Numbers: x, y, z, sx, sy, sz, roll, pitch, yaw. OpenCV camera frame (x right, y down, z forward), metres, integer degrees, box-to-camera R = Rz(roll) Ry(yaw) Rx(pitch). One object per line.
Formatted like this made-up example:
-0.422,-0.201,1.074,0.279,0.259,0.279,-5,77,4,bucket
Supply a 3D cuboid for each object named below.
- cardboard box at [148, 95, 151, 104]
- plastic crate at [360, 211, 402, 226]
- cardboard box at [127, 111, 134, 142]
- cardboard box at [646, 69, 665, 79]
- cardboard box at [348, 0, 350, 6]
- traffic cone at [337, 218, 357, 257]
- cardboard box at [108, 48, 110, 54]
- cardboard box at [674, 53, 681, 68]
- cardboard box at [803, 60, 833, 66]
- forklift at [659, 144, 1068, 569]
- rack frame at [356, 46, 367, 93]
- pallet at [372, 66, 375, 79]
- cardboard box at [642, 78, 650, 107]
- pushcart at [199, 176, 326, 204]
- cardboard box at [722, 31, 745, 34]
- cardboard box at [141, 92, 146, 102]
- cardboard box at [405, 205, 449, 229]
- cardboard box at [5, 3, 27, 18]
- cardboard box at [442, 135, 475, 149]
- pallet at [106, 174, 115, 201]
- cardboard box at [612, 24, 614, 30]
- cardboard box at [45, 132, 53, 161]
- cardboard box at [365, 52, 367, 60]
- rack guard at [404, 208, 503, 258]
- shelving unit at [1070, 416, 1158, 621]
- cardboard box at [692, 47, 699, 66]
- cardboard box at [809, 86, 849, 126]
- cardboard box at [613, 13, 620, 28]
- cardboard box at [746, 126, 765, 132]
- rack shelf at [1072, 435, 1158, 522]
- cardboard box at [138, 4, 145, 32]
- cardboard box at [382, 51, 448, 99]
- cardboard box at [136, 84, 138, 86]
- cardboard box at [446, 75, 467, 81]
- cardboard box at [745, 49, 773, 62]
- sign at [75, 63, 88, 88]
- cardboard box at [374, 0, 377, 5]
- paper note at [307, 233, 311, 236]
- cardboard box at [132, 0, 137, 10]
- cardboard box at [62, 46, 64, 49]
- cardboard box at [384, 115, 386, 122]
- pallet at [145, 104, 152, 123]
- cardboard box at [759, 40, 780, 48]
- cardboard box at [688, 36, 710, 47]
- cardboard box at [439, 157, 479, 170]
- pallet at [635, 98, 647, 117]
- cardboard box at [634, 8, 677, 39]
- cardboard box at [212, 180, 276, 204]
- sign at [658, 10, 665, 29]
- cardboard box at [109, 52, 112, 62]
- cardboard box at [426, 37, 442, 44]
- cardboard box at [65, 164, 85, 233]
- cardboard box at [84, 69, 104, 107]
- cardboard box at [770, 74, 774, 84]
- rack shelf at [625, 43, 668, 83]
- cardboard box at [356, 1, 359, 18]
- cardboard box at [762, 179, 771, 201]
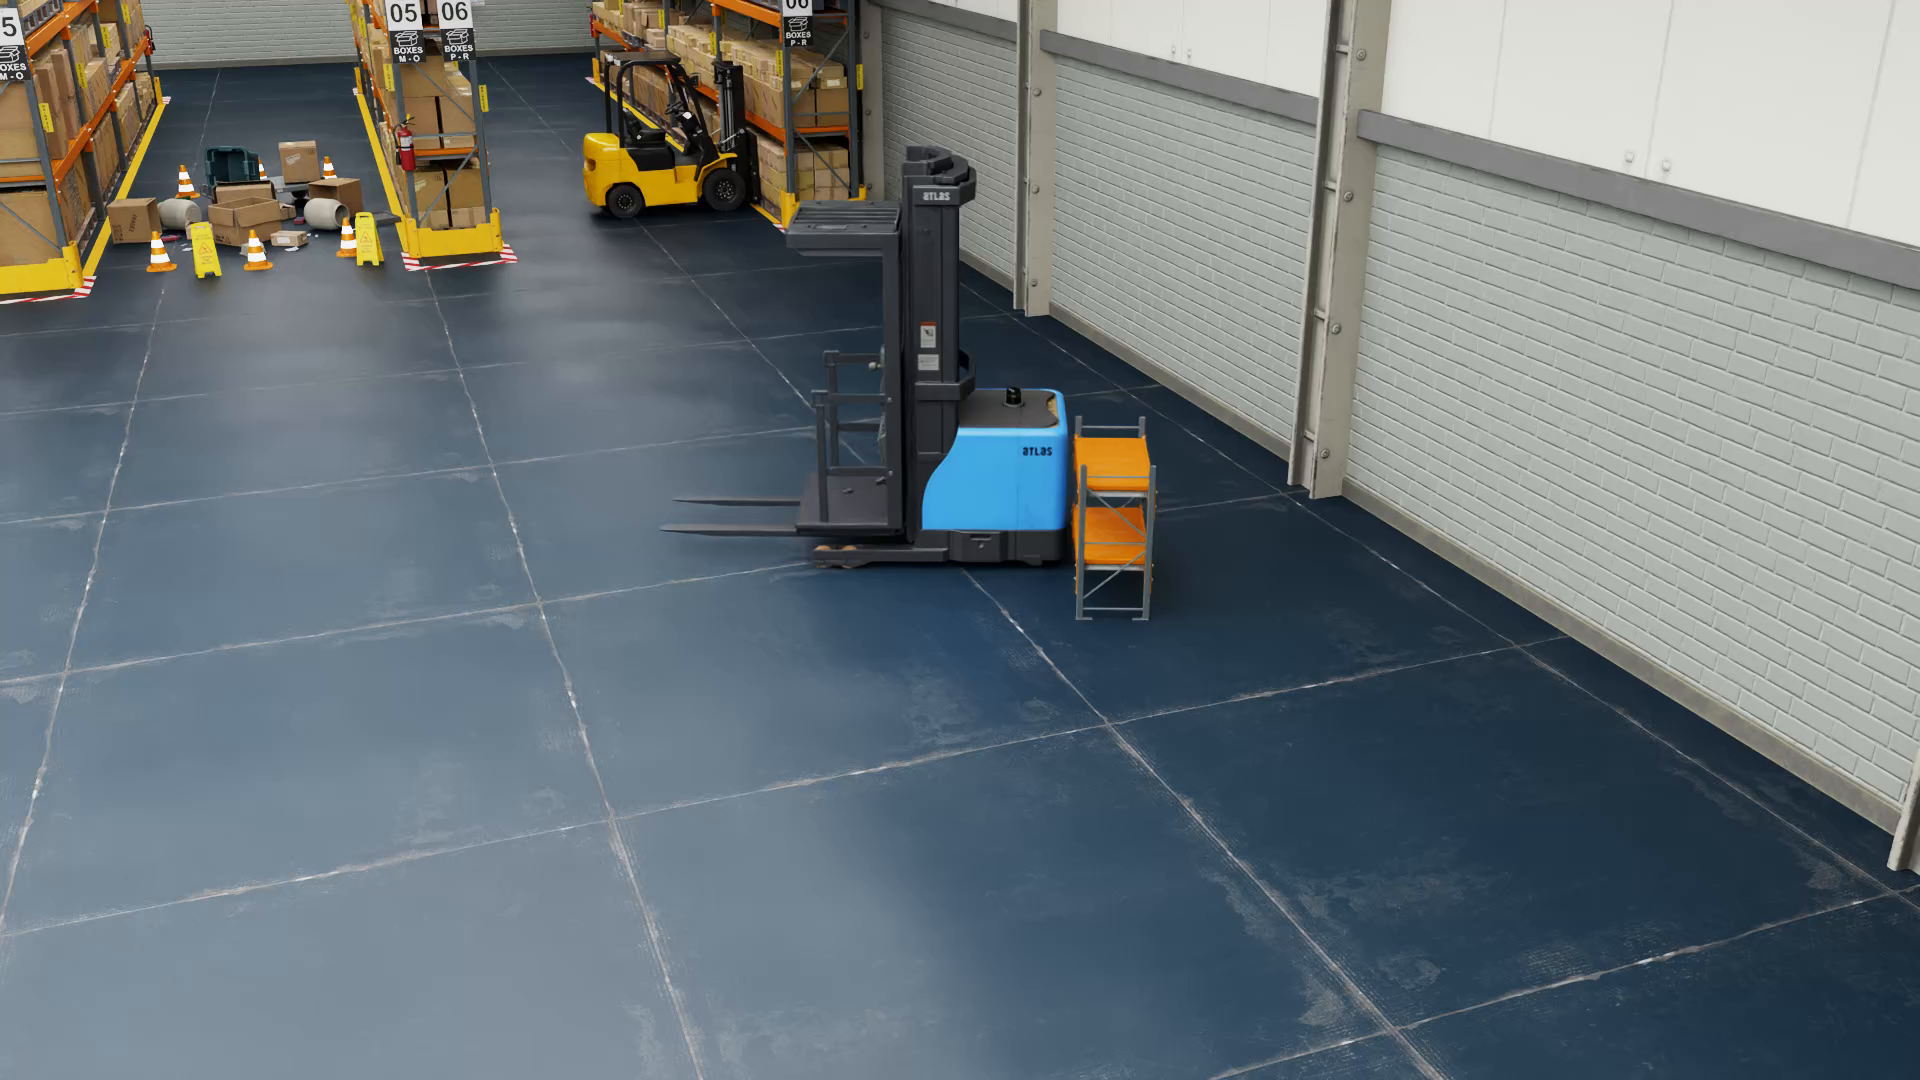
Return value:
-15.955,-8.564,32.337,0.380,0.149,0.250,-9,25,-21,cardboard box
-8.161,-4.534,23.404,0.402,0.080,0.583,-18,29,-37,plastic crate
-14.334,-7.001,28.177,0.500,0.500,0.500,-9,24,-20,cardboard box
-5.820,-8.950,31.964,0.380,0.149,0.250,-8,24,-19,cardboard box
-12.284,-11.216,34.082,0.500,0.500,0.500,-9,24,-20,cardboard box
-7.894,-3.919,21.452,0.336,0.463,0.334,-8,24,-19,traffic cone
-14.396,-8.185,27.708,0.380,0.149,0.250,-9,24,-19,cardboard box
-4.618,-8.251,28.656,0.500,0.250,0.500,-9,24,-20,cardboard box
-1.979,-6.618,23.243,0.380,0.149,0.250,-8,24,-18,cardboard box
-0.721,-1.344,12.165,3.031,2.935,1.130,0,23,1,forklift
-12.187,-10.922,34.802,1.000,3.000,0.127,-8,24,-19,rack frame
-9.010,-7.683,27.363,1.213,0.211,1.003,-8,24,-19,pallet
-5.802,-8.612,31.999,0.500,0.500,0.500,-9,25,-21,cardboard box
-10.064,-5.023,24.181,1.648,0.377,0.936,-18,29,-37,pushcart
-3.846,-8.506,28.105,0.380,0.149,0.250,-9,24,-20,cardboard box
-15.689,-8.411,31.590,0.380,0.149,0.250,-9,24,-19,cardboard box
-7.081,-4.301,22.091,0.500,0.250,0.500,-8,24,-19,cardboard box
-10.951,-6.067,19.075,0.380,0.149,0.250,-8,24,-19,cardboard box
-6.461,-5.145,21.418,0.380,0.149,0.250,-8,24,-19,cardboard box
-13.321,-5.275,24.994,1.003,0.211,1.213,-8,24,-19,pallet
-7.009,-10.680,34.550,0.380,0.149,0.250,-8,24,-19,cardboard box
-11.518,-4.787,20.053,0.875,0.550,0.550,-8,24,-19,cardboard box
-10.141,-8.463,29.161,0.500,0.250,0.500,-9,24,-20,cardboard box
-6.562,-3.984,21.560,1.175,0.500,0.348,-8,24,-19,rack guard
1.067,-0.170,11.706,0.538,1.125,1.048,1,23,2,shelving unit
-4.082,-7.922,27.232,0.500,0.250,0.500,-8,24,-18,cardboard box
-1.808,-6.055,23.126,0.500,0.500,0.500,-8,24,-17,cardboard box
-6.731,-10.551,33.731,0.500,0.250,0.500,-8,24,-19,cardboard box
-3.071,-6.047,24.946,0.500,0.250,0.500,-7,24,-17,cardboard box
1.067,-0.440,11.592,0.538,0.278,1.000,1,23,2,rack shelf
-16.383,-10.262,32.723,0.500,0.500,0.500,-8,24,-18,cardboard box
-6.920,-5.908,21.107,0.700,0.500,0.500,-9,24,-20,cardboard box
-15.775,-8.537,31.506,0.380,0.149,0.250,-9,25,-21,cardboard box
-6.997,-6.058,22.750,0.500,0.500,0.500,-9,24,-20,cardboard box
-2.942,-7.113,24.417,0.380,0.149,0.250,-8,24,-19,cardboard box
-12.025,-6.358,22.757,0.100,0.325,0.005,-8,24,-19,sign
-7.513,-7.262,22.065,0.500,0.250,0.500,-8,24,-18,cardboard box
-8.891,-4.135,22.536,0.148,0.019,0.142,0,23,-1,paper note
-16.017,-10.346,31.637,0.500,0.500,0.500,-7,24,-16,cardboard box
-12.724,-6.533,22.971,0.700,0.500,0.500,-9,24,-20,cardboard box
-9.528,-7.492,28.859,0.875,0.875,0.875,-9,24,-19,cardboard box
-16.075,-8.151,31.818,1.003,0.211,1.213,-8,24,-19,pallet
-2.861,-7.555,25.466,0.380,0.149,0.250,-9,24,-20,cardboard box
-4.279,-8.229,27.448,0.380,0.149,0.250,-9,24,-20,cardboard box
-6.759,-4.910,22.571,0.500,0.500,0.500,-9,25,-21,cardboard box
-5.809,-8.576,32.826,1.003,0.211,1.213,-8,24,-19,pallet
-5.710,-9.711,31.259,0.700,0.500,0.500,-8,24,-19,cardboard box
-9.862,-4.650,22.961,0.797,0.637,0.503,-8,24,-19,cardboard box
-5.223,-9.117,29.130,0.100,0.325,0.005,-8,24,-19,sign
-14.396,-8.049,27.768,0.380,0.149,0.250,-8,24,-18,cardboard box
-7.783,-7.457,24.693,0.380,0.149,0.250,-8,24,-19,cardboard box
-12.065,-4.496,21.749,0.875,0.875,0.875,-8,24,-19,cardboard box
-13.010,-6.670,24.585,0.500,0.500,0.500,-8,24,-18,cardboard box
-2.430,-6.415,23.144,0.380,0.149,0.250,-8,24,-18,cardboard box
-5.425,-9.093,31.388,1.077,0.370,4.000,-8,24,-19,rack shelf
-10.682,-9.595,30.238,0.500,0.500,0.500,-8,24,-19,cardboard box
-2.521,-5.027,23.814,0.500,0.250,0.500,-8,24,-19,cardboard box
